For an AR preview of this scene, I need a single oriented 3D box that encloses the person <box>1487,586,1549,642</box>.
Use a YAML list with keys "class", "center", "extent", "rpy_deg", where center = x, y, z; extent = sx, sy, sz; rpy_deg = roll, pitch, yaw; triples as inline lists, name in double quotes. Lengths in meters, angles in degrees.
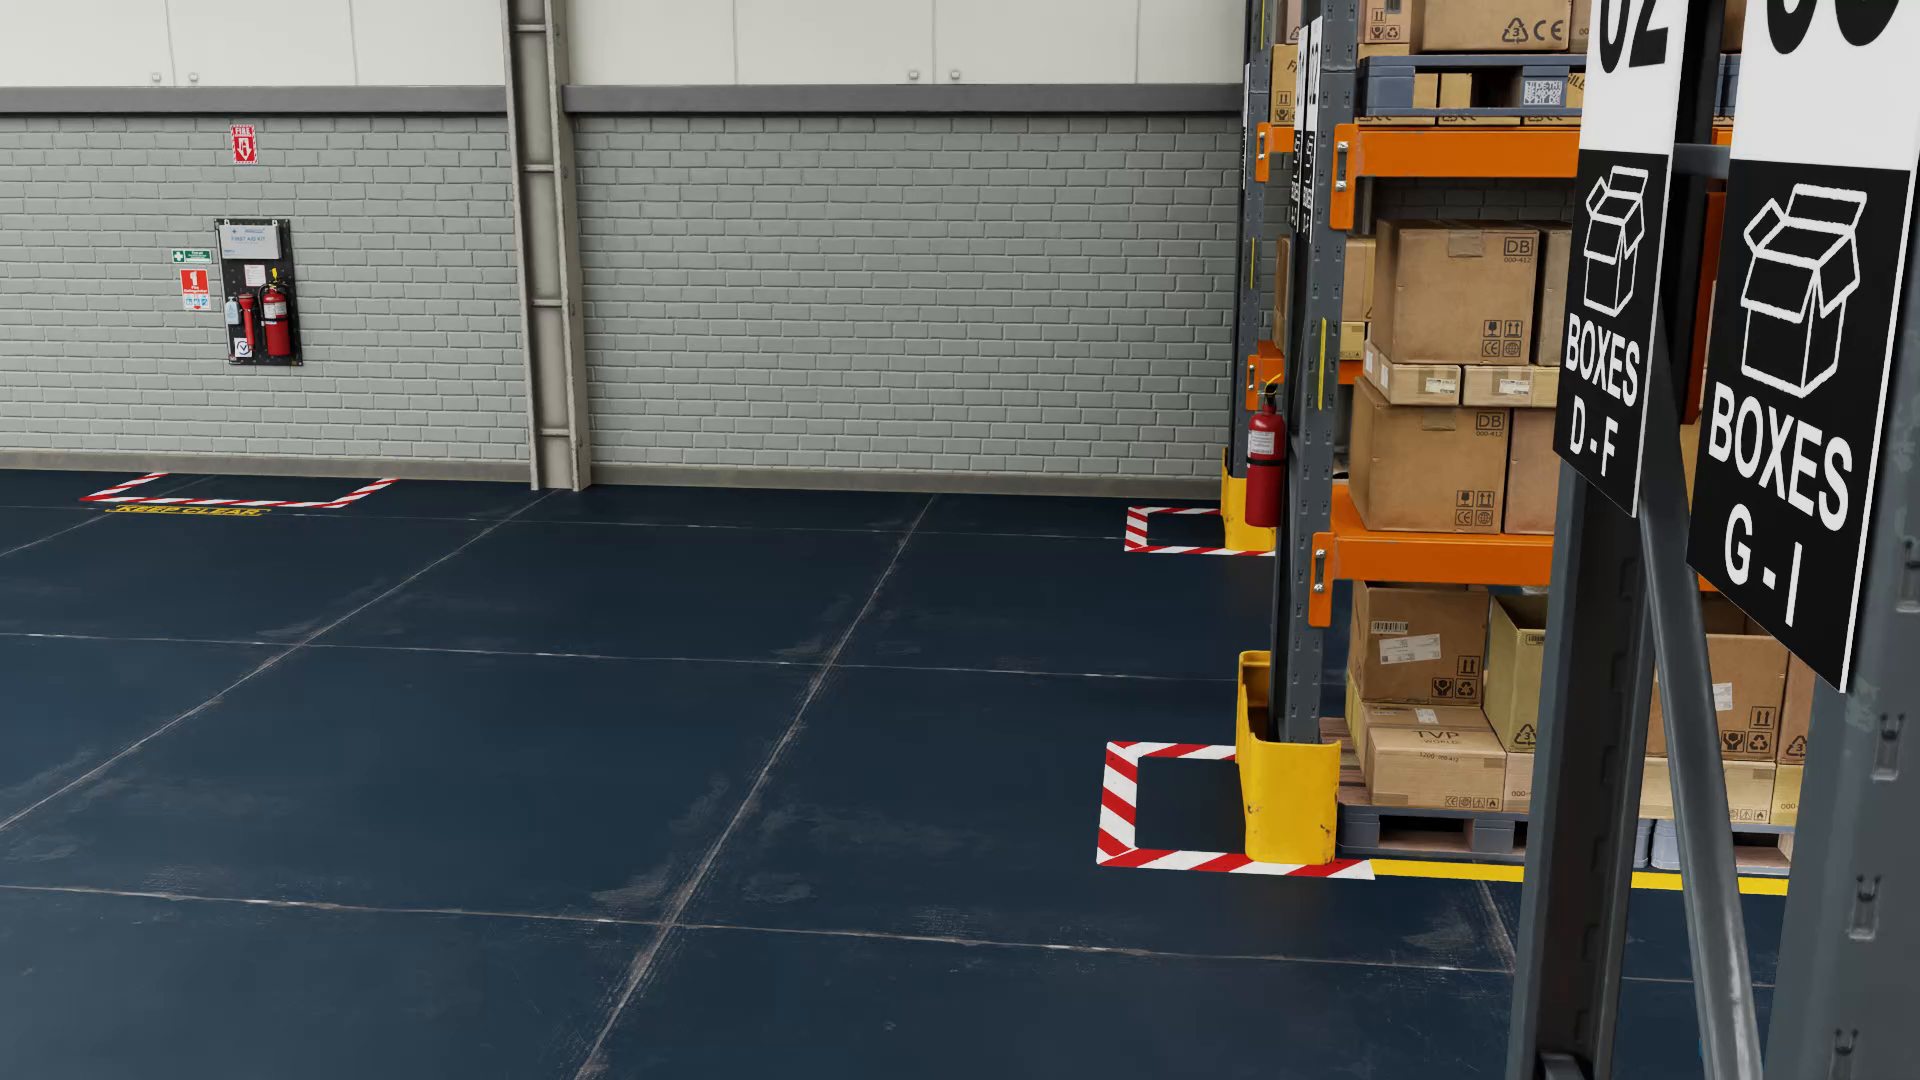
- class: "person"
  center: [2.761, -0.083, 8.207]
  extent: [0.725, 1.765, 0.570]
  rpy_deg: [2, 14, 9]
